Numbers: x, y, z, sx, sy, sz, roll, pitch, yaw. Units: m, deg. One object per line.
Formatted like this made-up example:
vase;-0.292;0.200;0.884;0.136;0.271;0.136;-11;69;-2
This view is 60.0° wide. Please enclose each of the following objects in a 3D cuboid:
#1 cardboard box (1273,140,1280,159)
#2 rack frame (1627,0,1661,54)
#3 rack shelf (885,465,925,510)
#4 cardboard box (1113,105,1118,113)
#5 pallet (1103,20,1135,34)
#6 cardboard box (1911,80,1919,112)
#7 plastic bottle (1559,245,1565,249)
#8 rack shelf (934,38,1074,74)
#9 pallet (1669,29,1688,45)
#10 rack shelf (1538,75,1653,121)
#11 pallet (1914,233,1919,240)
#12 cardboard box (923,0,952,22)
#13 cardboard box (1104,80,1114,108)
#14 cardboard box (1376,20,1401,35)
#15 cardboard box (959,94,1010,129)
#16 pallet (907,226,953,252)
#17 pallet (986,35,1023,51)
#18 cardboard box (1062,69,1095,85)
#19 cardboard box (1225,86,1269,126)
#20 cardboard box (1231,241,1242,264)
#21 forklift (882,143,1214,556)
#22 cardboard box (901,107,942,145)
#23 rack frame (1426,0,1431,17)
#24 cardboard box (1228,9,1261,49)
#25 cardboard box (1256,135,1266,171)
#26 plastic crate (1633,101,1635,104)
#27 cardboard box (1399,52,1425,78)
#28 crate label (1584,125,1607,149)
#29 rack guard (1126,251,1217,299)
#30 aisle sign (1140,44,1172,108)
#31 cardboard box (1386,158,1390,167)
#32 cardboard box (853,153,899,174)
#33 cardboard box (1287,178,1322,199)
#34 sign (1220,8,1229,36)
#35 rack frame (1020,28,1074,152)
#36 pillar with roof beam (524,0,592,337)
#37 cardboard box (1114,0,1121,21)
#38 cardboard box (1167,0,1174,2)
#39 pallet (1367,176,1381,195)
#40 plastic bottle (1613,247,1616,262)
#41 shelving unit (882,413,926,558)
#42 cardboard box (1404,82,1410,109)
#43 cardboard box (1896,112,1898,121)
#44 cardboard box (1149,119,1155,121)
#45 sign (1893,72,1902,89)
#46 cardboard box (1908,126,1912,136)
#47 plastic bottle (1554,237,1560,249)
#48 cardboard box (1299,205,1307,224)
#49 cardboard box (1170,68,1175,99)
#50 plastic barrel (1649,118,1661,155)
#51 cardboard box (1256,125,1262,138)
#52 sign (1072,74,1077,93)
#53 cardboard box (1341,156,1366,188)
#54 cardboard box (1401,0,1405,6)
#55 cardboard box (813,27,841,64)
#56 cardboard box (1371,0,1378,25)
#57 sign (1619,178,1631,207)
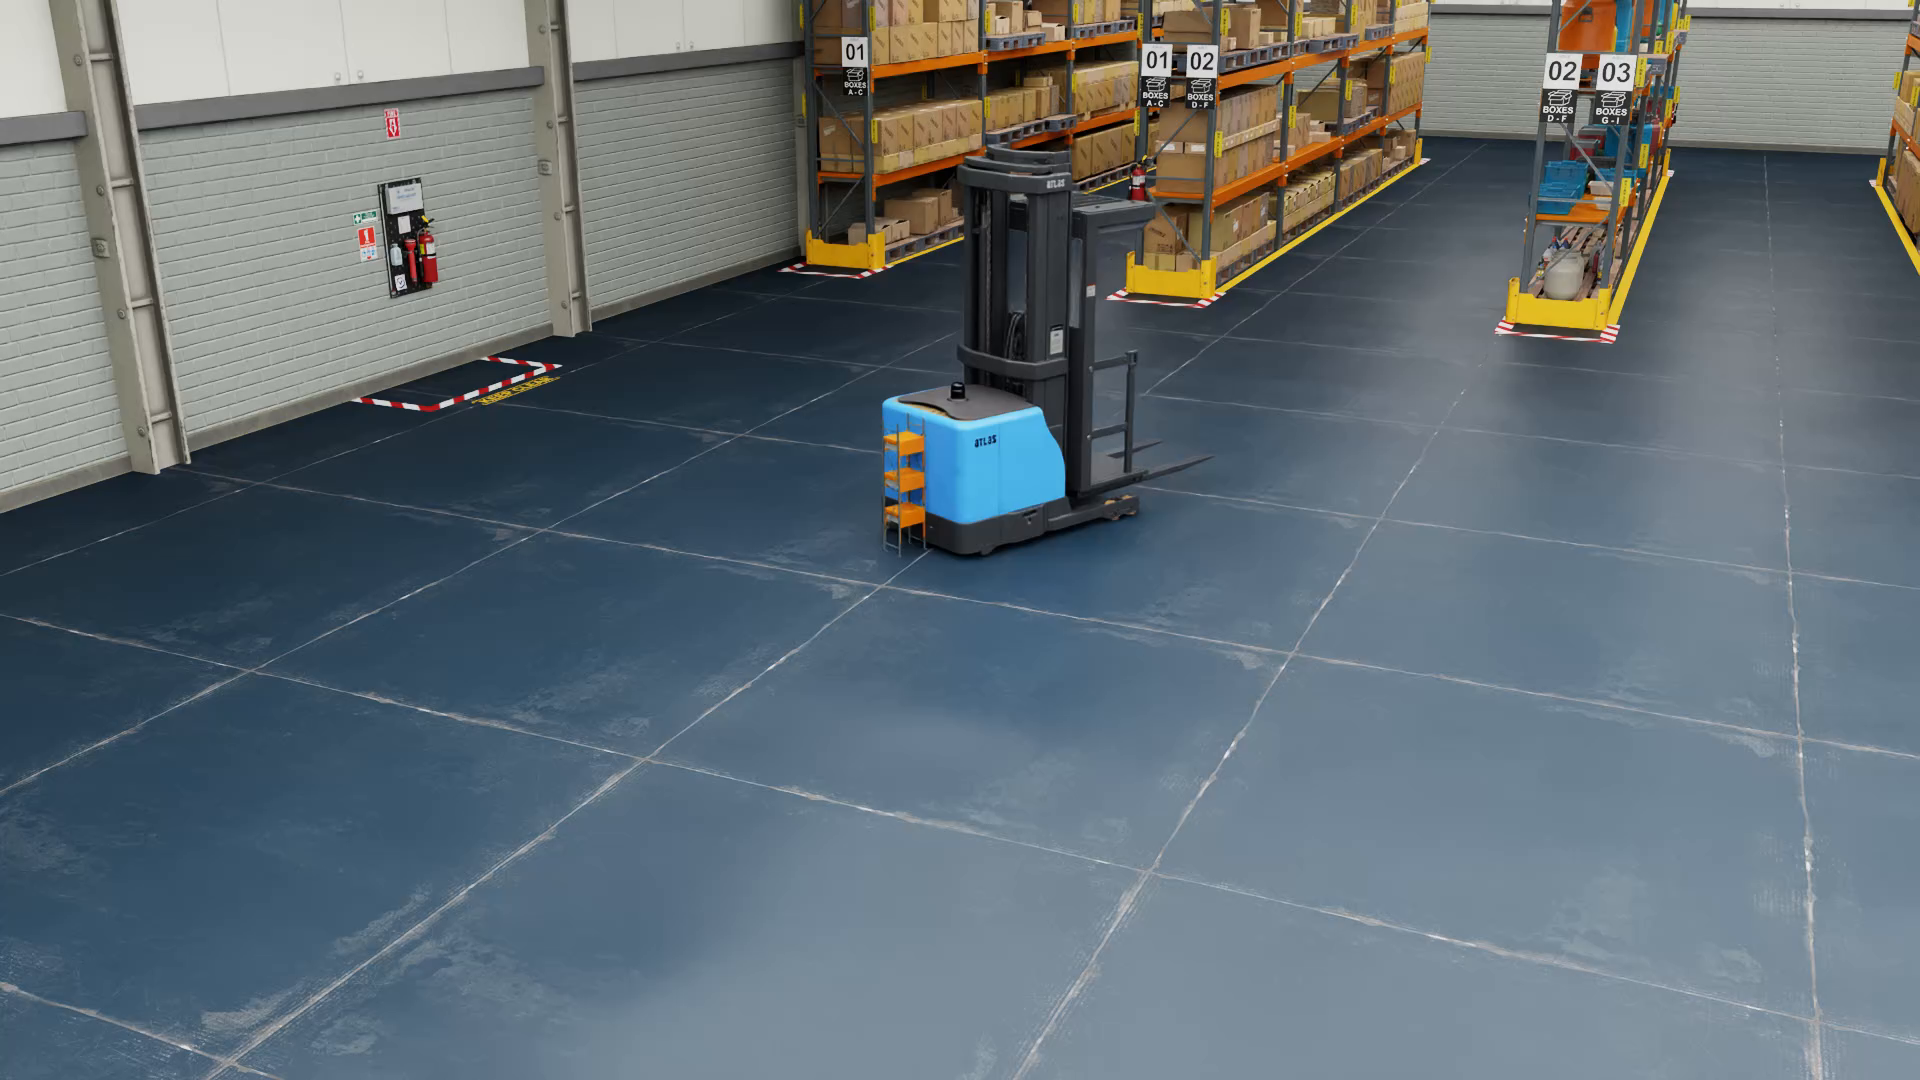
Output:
cardboard box;4.620;-6.034;25.684;0.500;0.250;0.500;10;22;26
rack frame;8.976;-8.094;22.299;1.000;3.000;0.127;9;21;23
rack shelf;-0.423;-0.400;12.559;0.240;0.259;0.215;-16;25;-38
cardboard box;2.889;-8.514;32.777;0.380;0.149;0.250;9;21;23
pallet;2.883;-10.109;32.726;0.805;0.209;1.217;8;21;21
cardboard box;16.715;-7.634;28.618;0.500;0.500;0.500;9;22;24
plastic bottle;8.318;-3.939;22.983;0.097;0.271;0.097;0;20;0
rack shelf;0.757;-8.313;28.464;1.077;0.370;4.000;9;21;23
pallet;12.020;-8.785;28.998;1.213;0.211;1.003;9;21;23
rack shelf;8.157;-5.731;21.203;1.077;0.370;4.000;9;21;23
pallet;15.524;-4.728;25.947;1.003;0.211;1.213;9;21;23
cardboard box;-0.439;-8.048;24.973;0.500;0.500;0.500;8;21;21
cardboard box;2.641;-8.630;32.137;0.500;0.500;0.500;9;22;24
cardboard box;8.159;-9.851;31.940;0.500;0.250;0.500;9;21;23
cardboard box;0.413;-7.202;27.938;0.700;0.500;0.500;11;22;28
pallet;-0.803;-4.729;25.950;1.003;0.211;1.213;9;21;23
pallet;0.288;-8.126;27.145;1.213;0.211;1.003;9;21;23
cardboard box;2.216;-8.668;31.122;0.500;0.250;0.500;8;21;22
cardboard box;4.077;-6.316;24.166;0.700;0.500;0.500;8;21;23
cardboard box;3.650;-4.068;23.407;0.500;0.250;0.500;9;21;23
forklift;0.831;-1.655;13.248;3.031;2.935;1.130;-16;25;-38
cardboard box;-0.601;-6.267;25.190;0.500;0.500;0.500;9;22;24
rack frame;9.372;-12.443;34.528;1.000;3.000;0.127;9;21;23
cardboard box;3.750;-6.920;22.489;0.500;0.500;0.500;9;21;23
cardboard box;4.072;-5.697;24.362;0.700;0.500;0.500;8;21;22
plastic crate;12.826;-8.361;32.162;0.416;0.233;0.300;9;21;23
cardboard box;9.441;-9.961;34.860;0.500;0.500;0.500;8;21;22
crate label;9.960;-6.241;25.987;0.502;0.435;0.616;9;21;23
rack guard;2.811;-3.541;22.178;1.175;0.500;0.348;9;21;23
aisle sign;2.526;-5.971;21.402;0.394;0.787;0.004;9;21;23
cardboard box;8.449;-7.631;33.521;0.380;0.166;0.250;9;21;23
cardboard box;-1.211;-5.449;24.007;0.500;0.250;0.500;8;21;21
cardboard box;5.691;-5.830;27.526;0.500;0.311;0.500;8;21;22
sign;3.324;-6.510;20.899;0.100;0.325;0.005;9;21;23
rack frame;1.576;-7.850;30.565;1.000;3.000;0.127;9;21;23
pillar with roof beam;-0.732;-6.139;16.800;9.100;9.000;0.400;9;21;23
cardboard box;2.753;-10.486;32.696;0.700;0.500;0.500;7;21;20
cardboard box;4.164;-11.503;34.688;0.500;0.500;0.500;9;21;23
pallet;7.436;-6.826;31.849;1.003;0.211;1.213;9;21;23
plastic bottle;9.080;-4.003;23.145;0.061;0.283;0.133;10;22;25
shelving unit;-0.423;-0.410;12.556;0.252;1.050;0.215;-16;25;-38
cardboard box;8.812;-9.025;33.720;0.500;0.500;0.500;8;21;22
cardboard box;17.754;-7.918;31.131;0.380;0.149;0.250;8;21;21
cardboard box;4.007;-9.071;36.135;0.380;0.149;0.250;9;21;23
sign;17.905;-8.780;31.769;0.100;0.325;0.005;9;21;23
cardboard box;16.597;-7.053;28.700;0.380;0.149;0.250;9;21;23
plastic bottle;8.267;-4.037;23.141;0.144;0.351;0.185;9;22;24
cardboard box;5.270;-5.255;26.745;0.500;0.250;0.500;8;21;21
cardboard box;4.044;-9.824;35.667;0.980;0.700;0.700;7;21;20
plastic barrel;10.700;-6.371;26.204;0.600;0.536;0.708;9;21;23
cardboard box;4.124;-5.878;23.903;0.380;0.149;0.250;8;21;22
sign;2.075;-8.286;30.183;0.100;0.325;0.005;9;21;23
cardboard box;7.172;-6.774;30.615;0.500;0.500;0.500;8;21;21
cardboard box;8.233;-10.613;32.216;0.700;0.500;0.500;9;21;23
cardboard box;-1.760;-7.036;23.622;0.500;0.500;0.500;10;22;27
cardboard box;7.461;-9.956;31.084;0.600;0.600;0.600;6;21;18
sign;7.838;-4.099;19.604;0.100;0.325;0.005;9;21;23
